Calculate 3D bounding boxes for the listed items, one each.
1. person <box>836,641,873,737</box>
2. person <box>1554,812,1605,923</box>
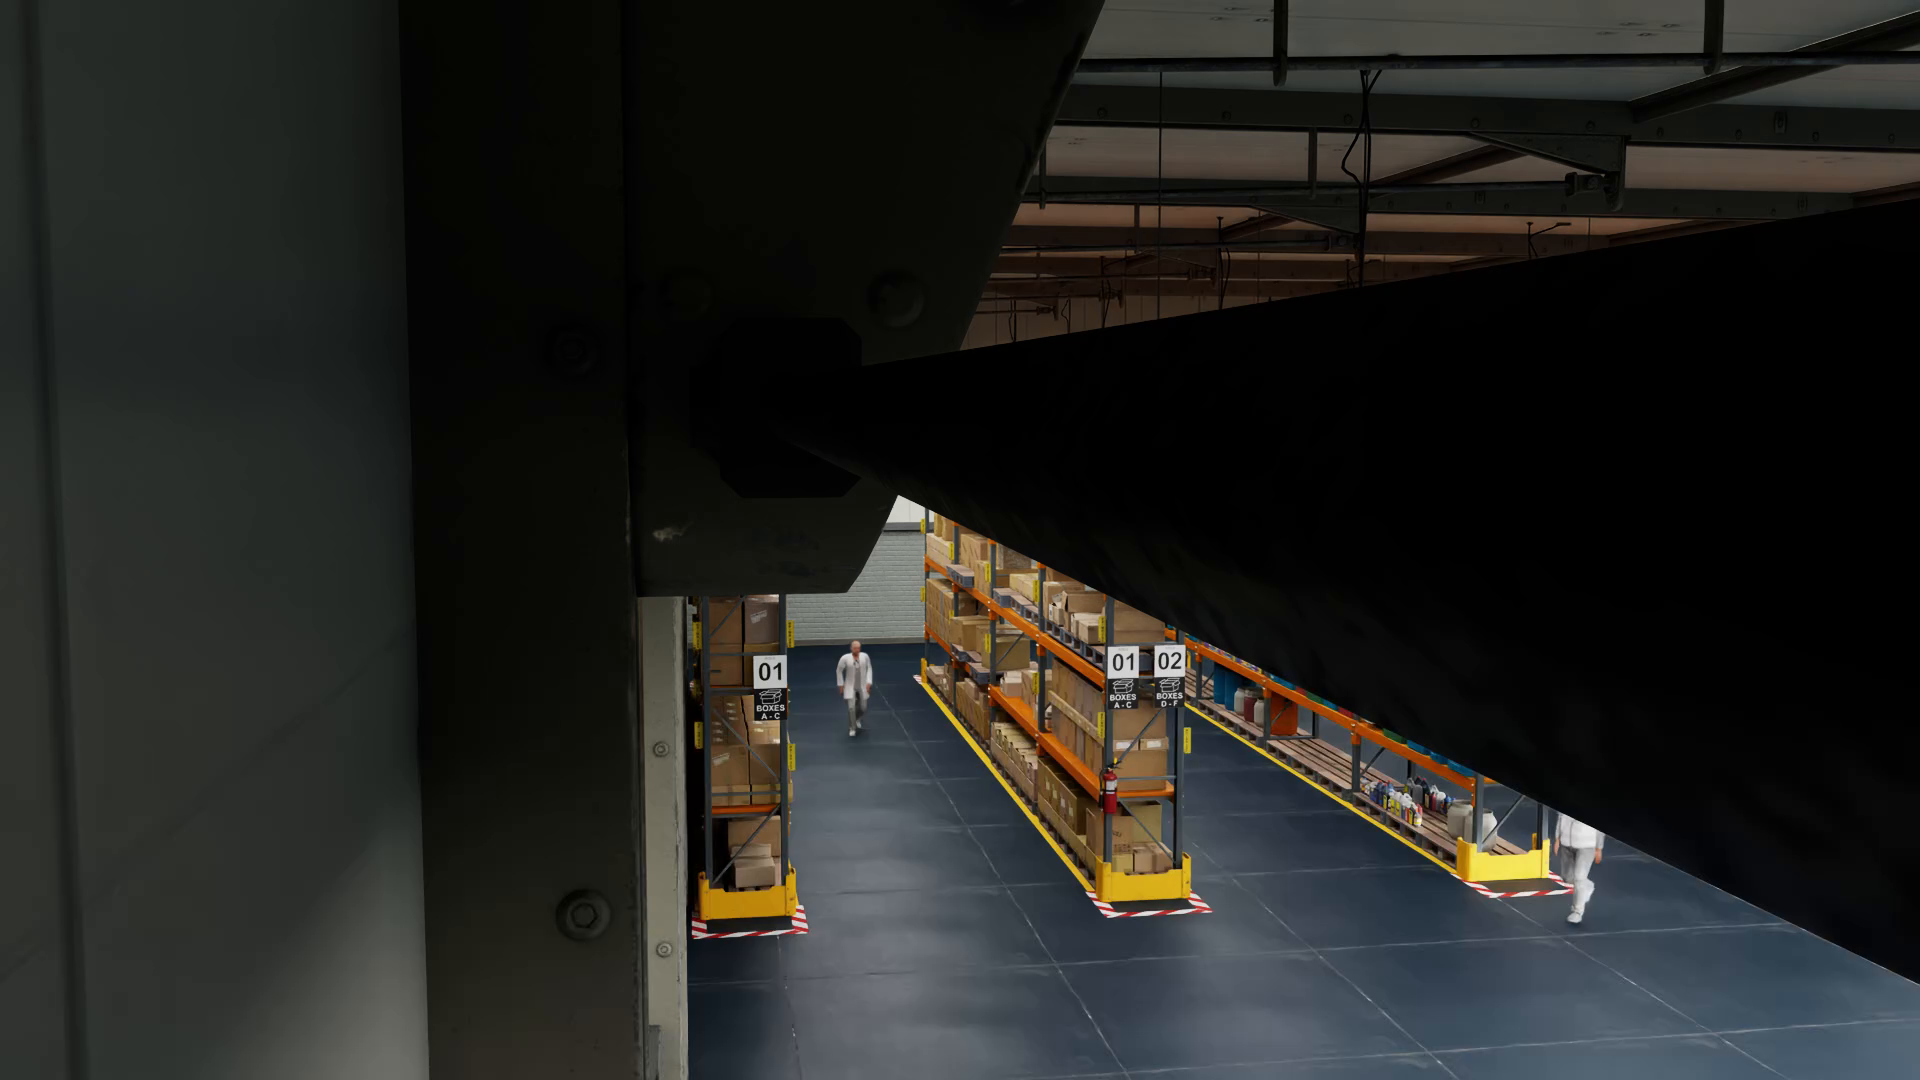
[{"bbox_3d":[-1.981,2.735,31.020,0.667,1.763,0.751,-2,5,-17],"label":"person"},{"bbox_3d":[7.502,3.683,20.134,0.906,1.749,0.561,-4,7,-39],"label":"person"}]
